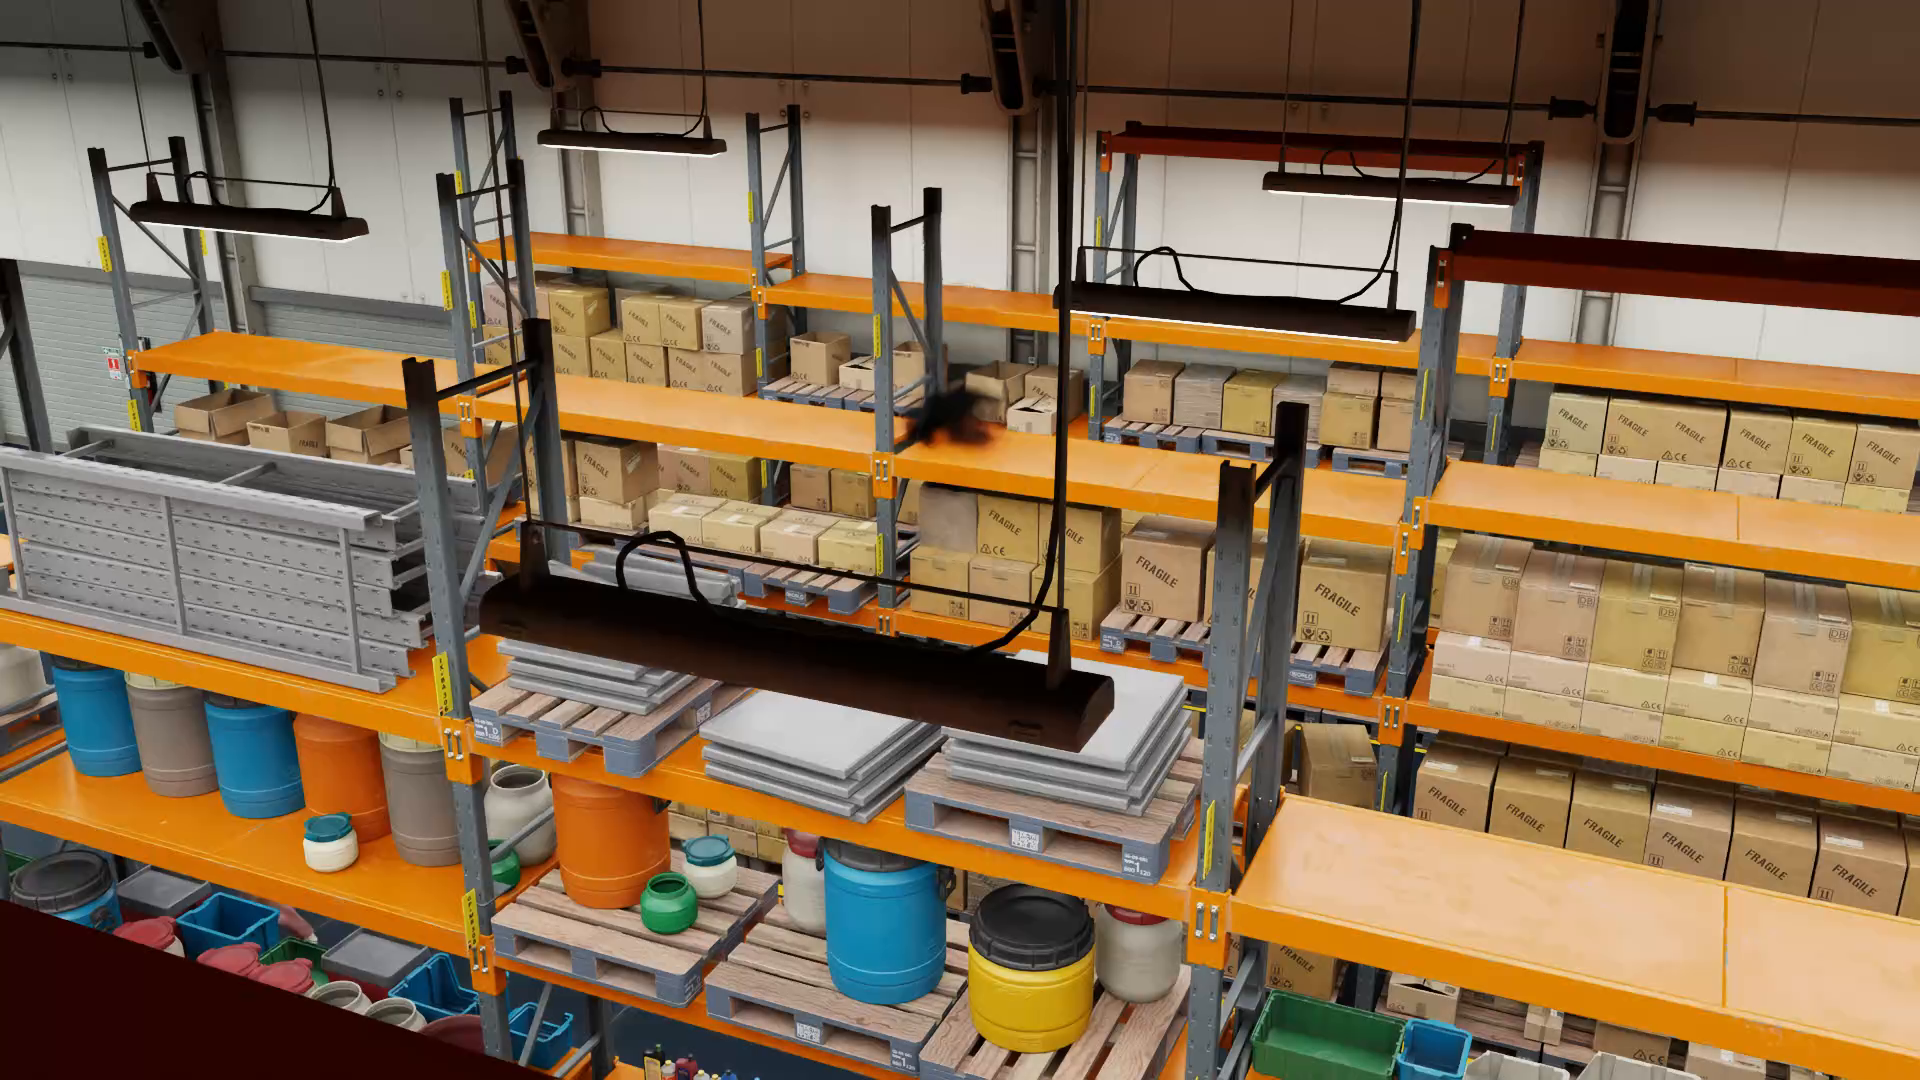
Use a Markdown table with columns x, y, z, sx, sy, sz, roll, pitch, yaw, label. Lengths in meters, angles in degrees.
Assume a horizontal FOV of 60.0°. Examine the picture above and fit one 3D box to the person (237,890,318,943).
| x | y | z | sx | sy | sz | roll | pitch | yaw | label |
| --- | --- | --- | --- | --- | --- | --- | --- | --- | --- |
| -5.636 | 2.606 | 13.412 | 0.793 | 1.708 | 0.556 | 5 | 21 | 14 | person |
